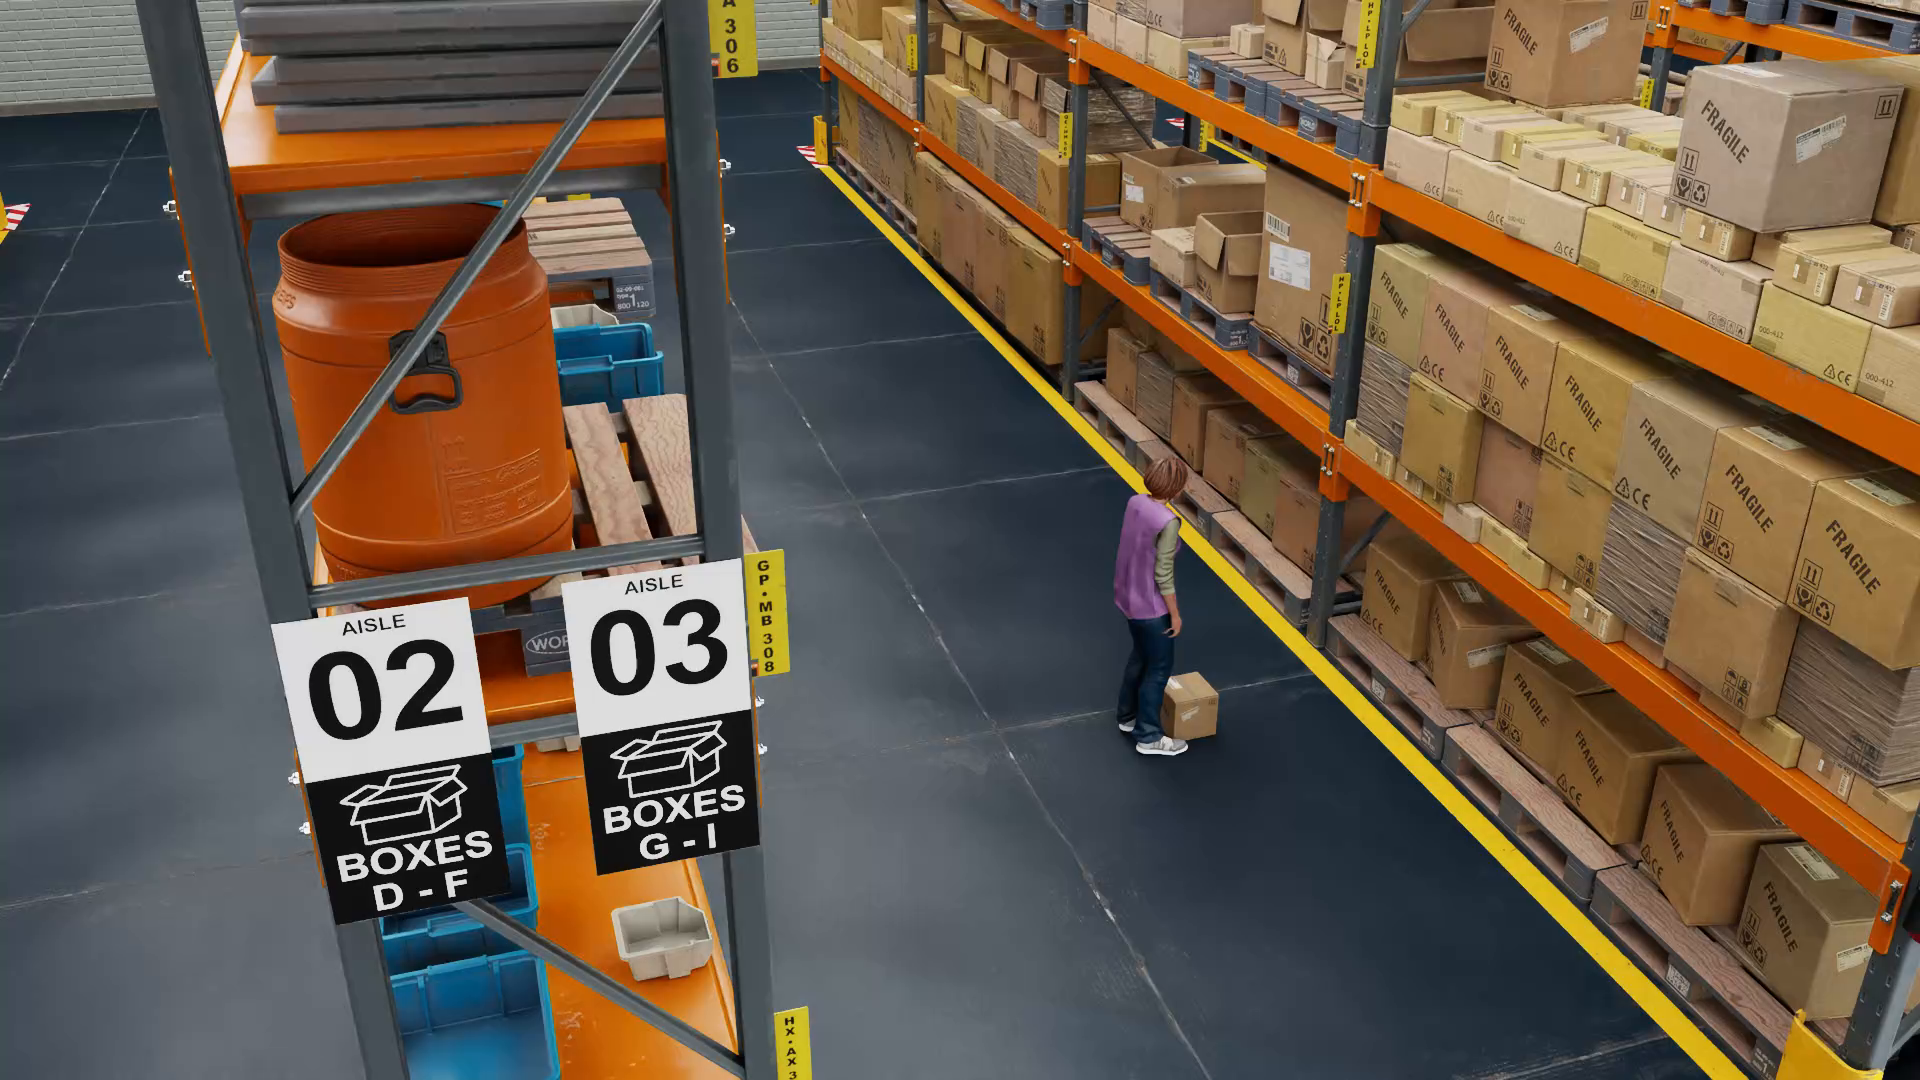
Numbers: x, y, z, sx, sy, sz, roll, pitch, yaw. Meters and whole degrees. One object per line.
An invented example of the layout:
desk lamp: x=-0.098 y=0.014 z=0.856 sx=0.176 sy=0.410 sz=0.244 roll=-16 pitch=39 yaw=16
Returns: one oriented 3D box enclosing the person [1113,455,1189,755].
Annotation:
person: x=0.971 y=0.325 z=8.481 sx=0.341 sy=1.594 sz=0.485 roll=-10 pitch=28 yaw=-19
